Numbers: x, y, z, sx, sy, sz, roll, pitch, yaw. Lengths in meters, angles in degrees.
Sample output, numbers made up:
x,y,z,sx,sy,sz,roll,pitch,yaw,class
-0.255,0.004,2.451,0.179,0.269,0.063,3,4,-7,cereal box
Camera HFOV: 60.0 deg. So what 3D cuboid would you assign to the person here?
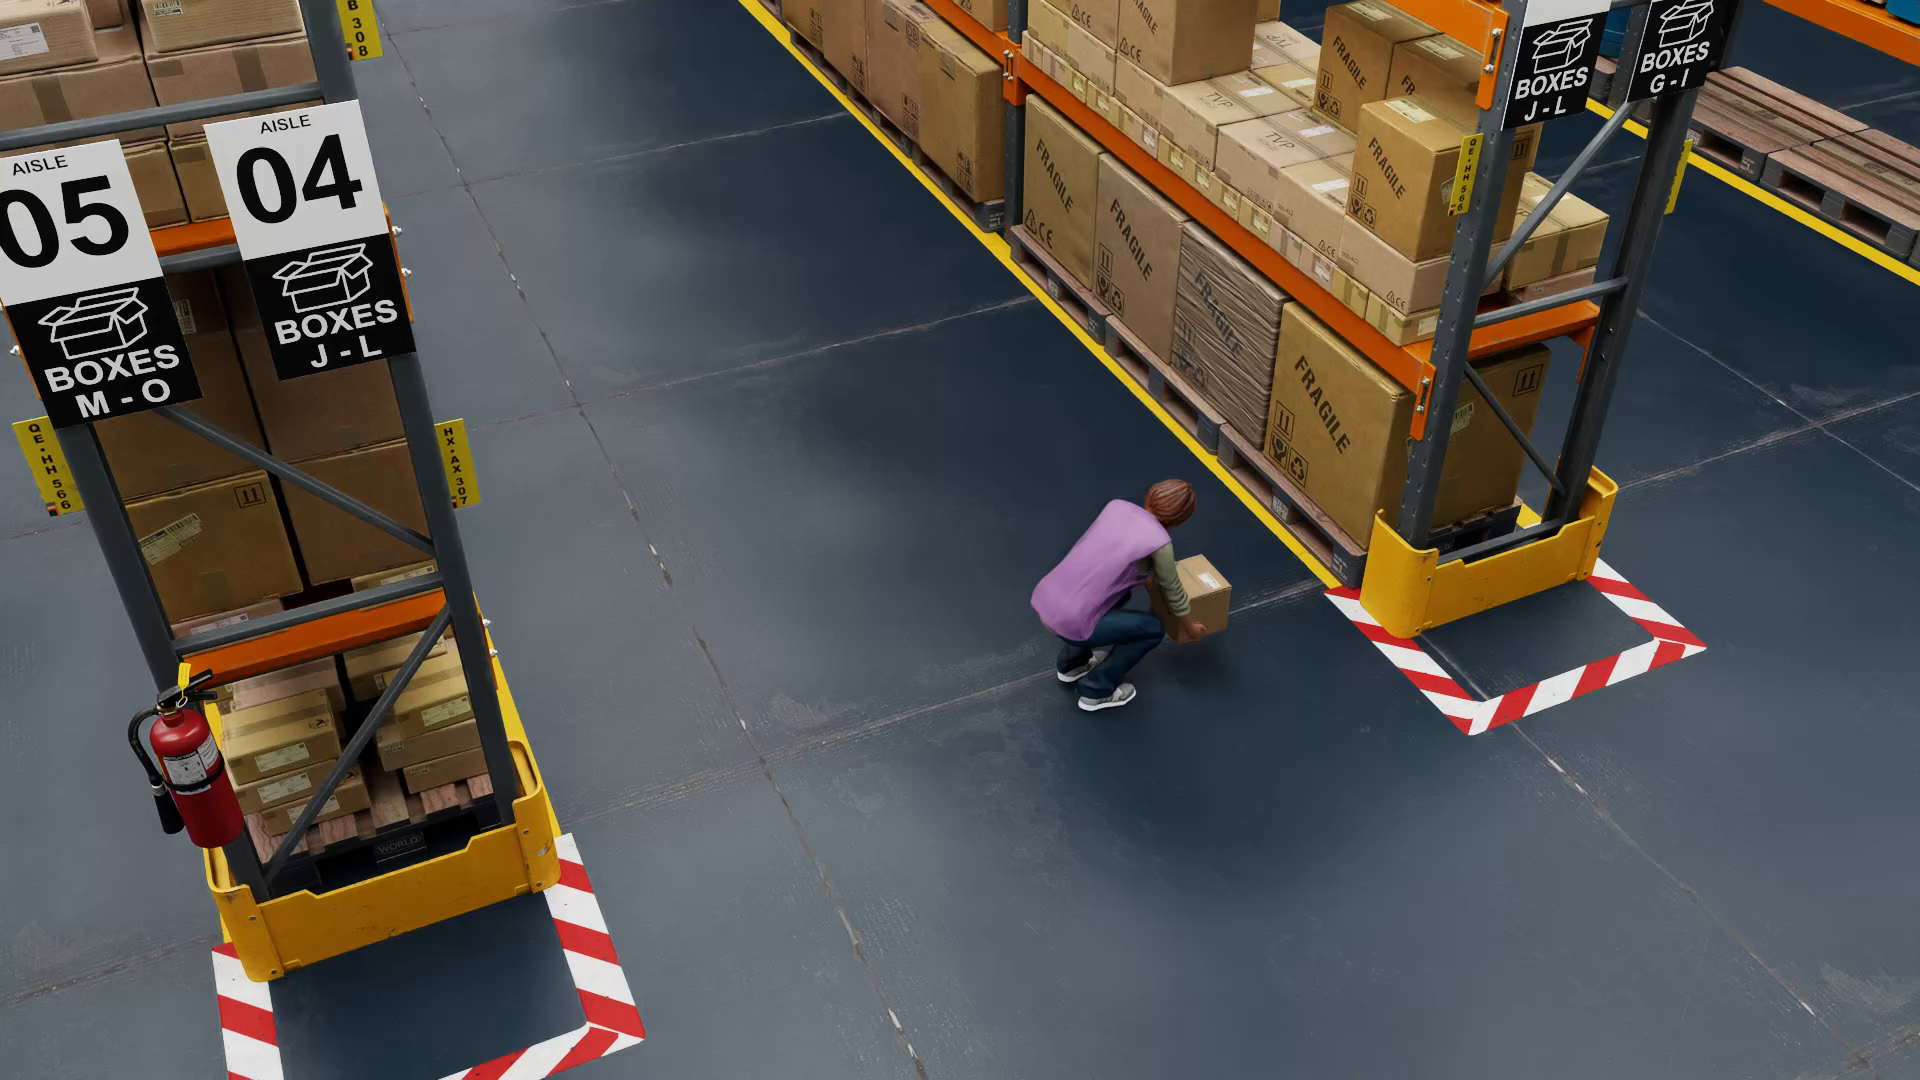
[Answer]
x,y,z,sx,sy,sz,roll,pitch,yaw,class
0.660,0.234,7.091,0.782,0.948,0.453,-16,41,-20,person
